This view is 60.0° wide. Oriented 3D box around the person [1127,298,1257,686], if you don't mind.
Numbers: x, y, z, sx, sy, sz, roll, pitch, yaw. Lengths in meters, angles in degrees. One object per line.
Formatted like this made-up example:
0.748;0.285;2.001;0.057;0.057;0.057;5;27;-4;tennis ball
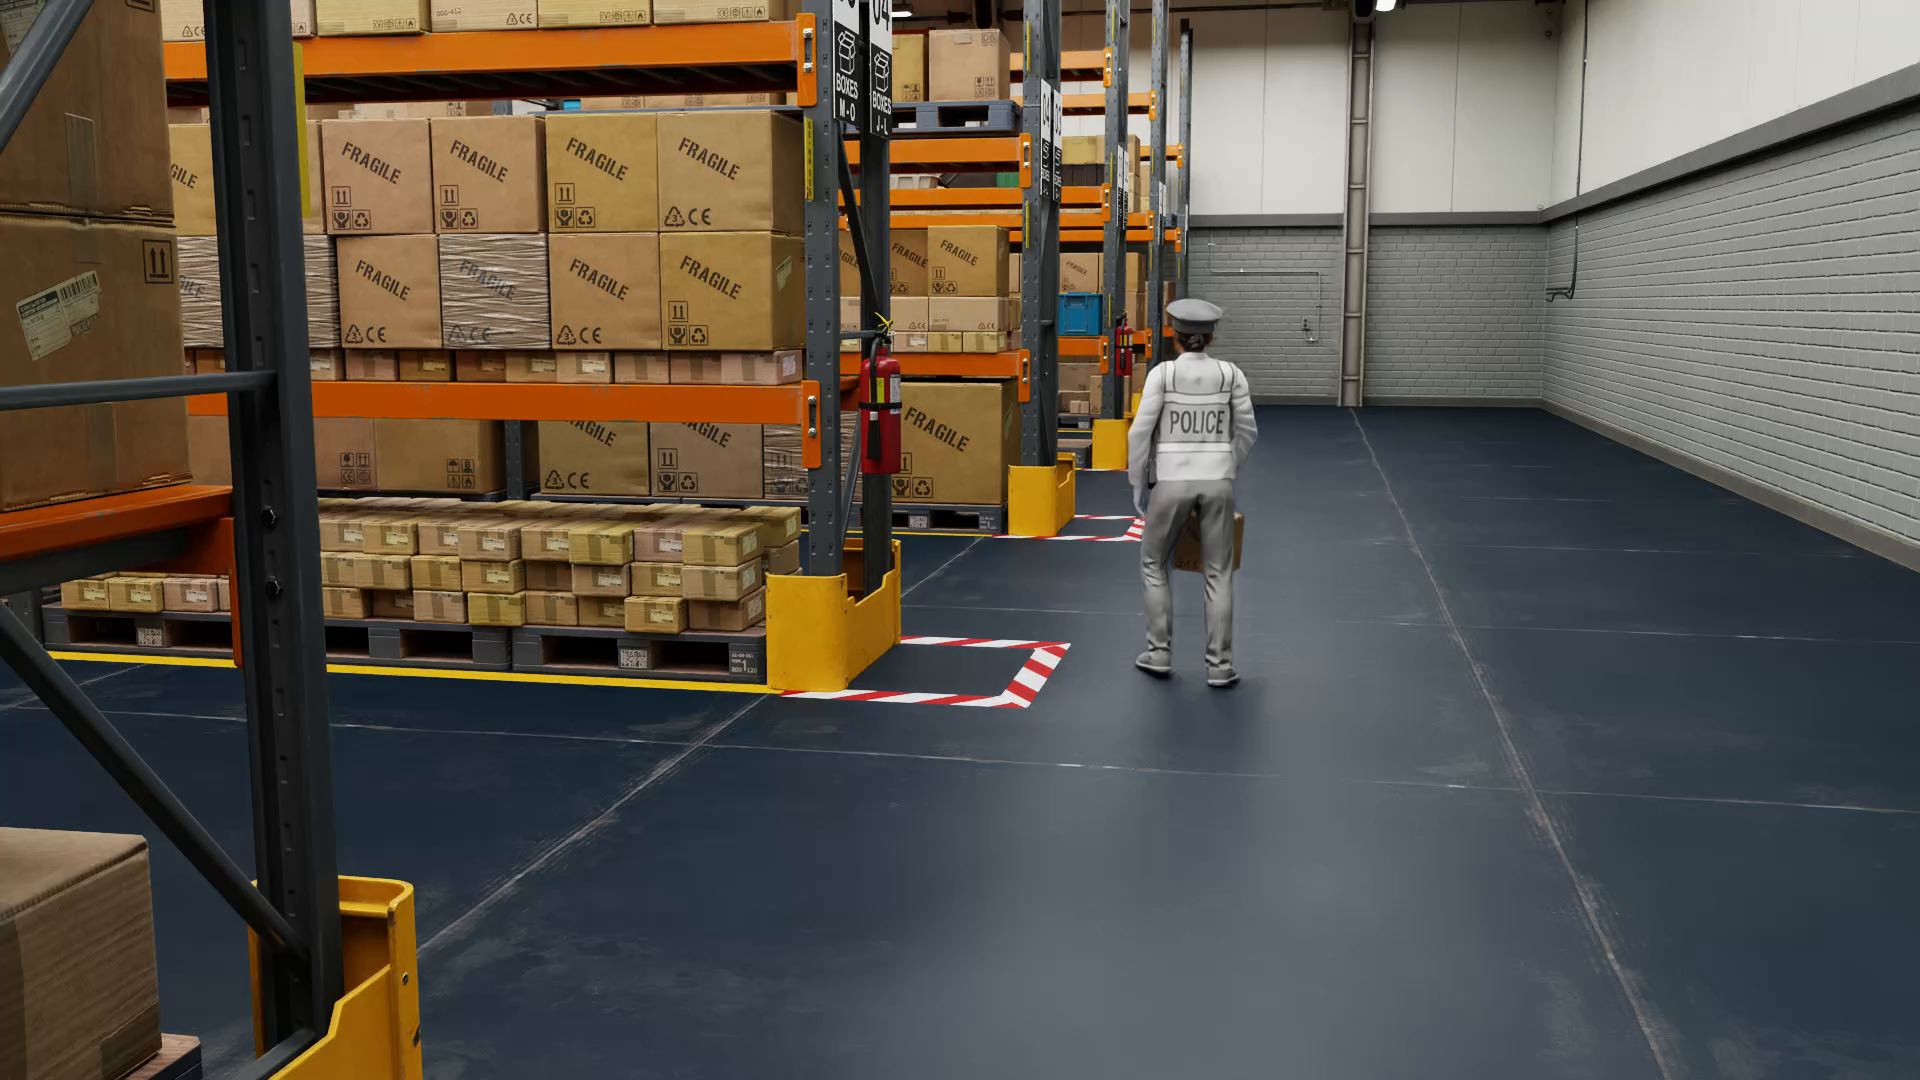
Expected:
1.013;-0.217;7.310;0.583;1.676;0.496;0;8;-2;person
